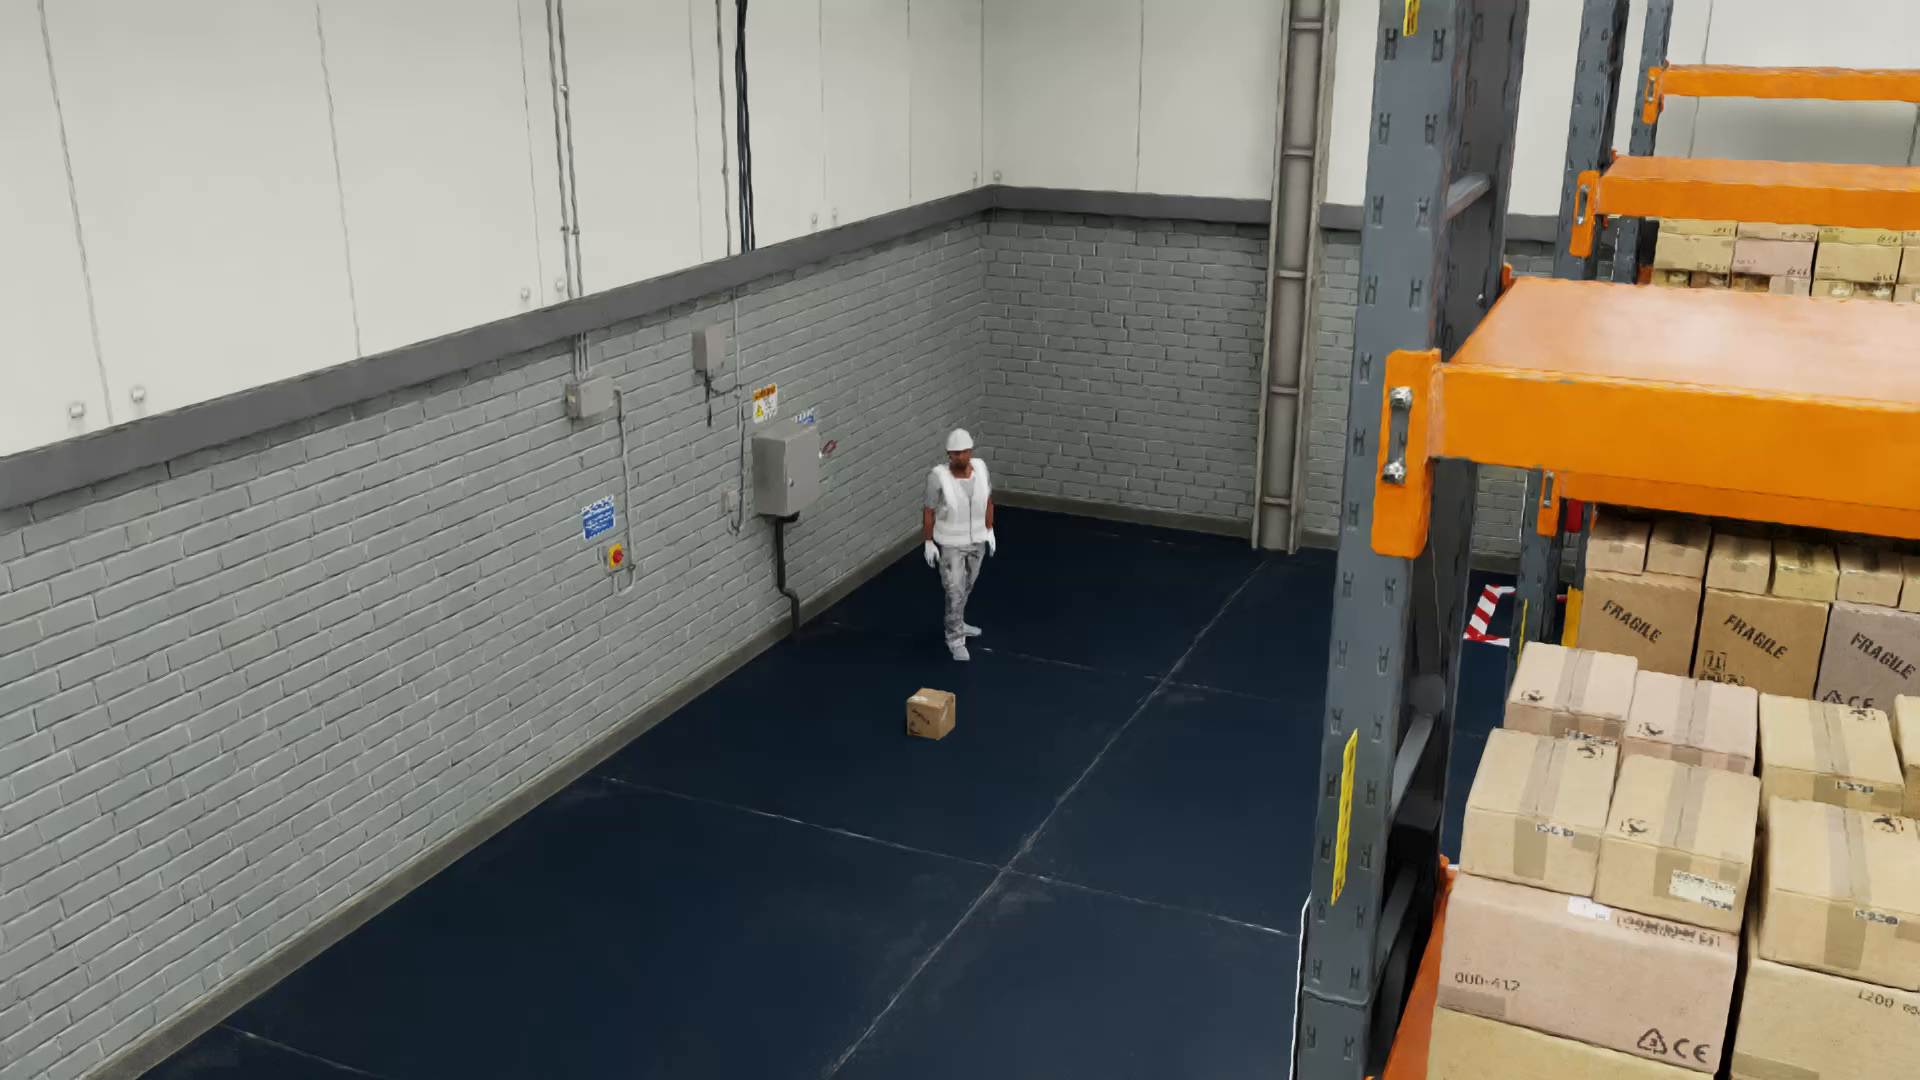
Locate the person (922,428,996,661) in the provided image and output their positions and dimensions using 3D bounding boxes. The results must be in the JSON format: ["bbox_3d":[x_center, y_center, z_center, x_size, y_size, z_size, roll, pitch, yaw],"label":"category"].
[{"bbox_3d":[-0.011,-0.007,12.560,0.585,1.776,0.587,-11,22,-30],"label":"person"}]
